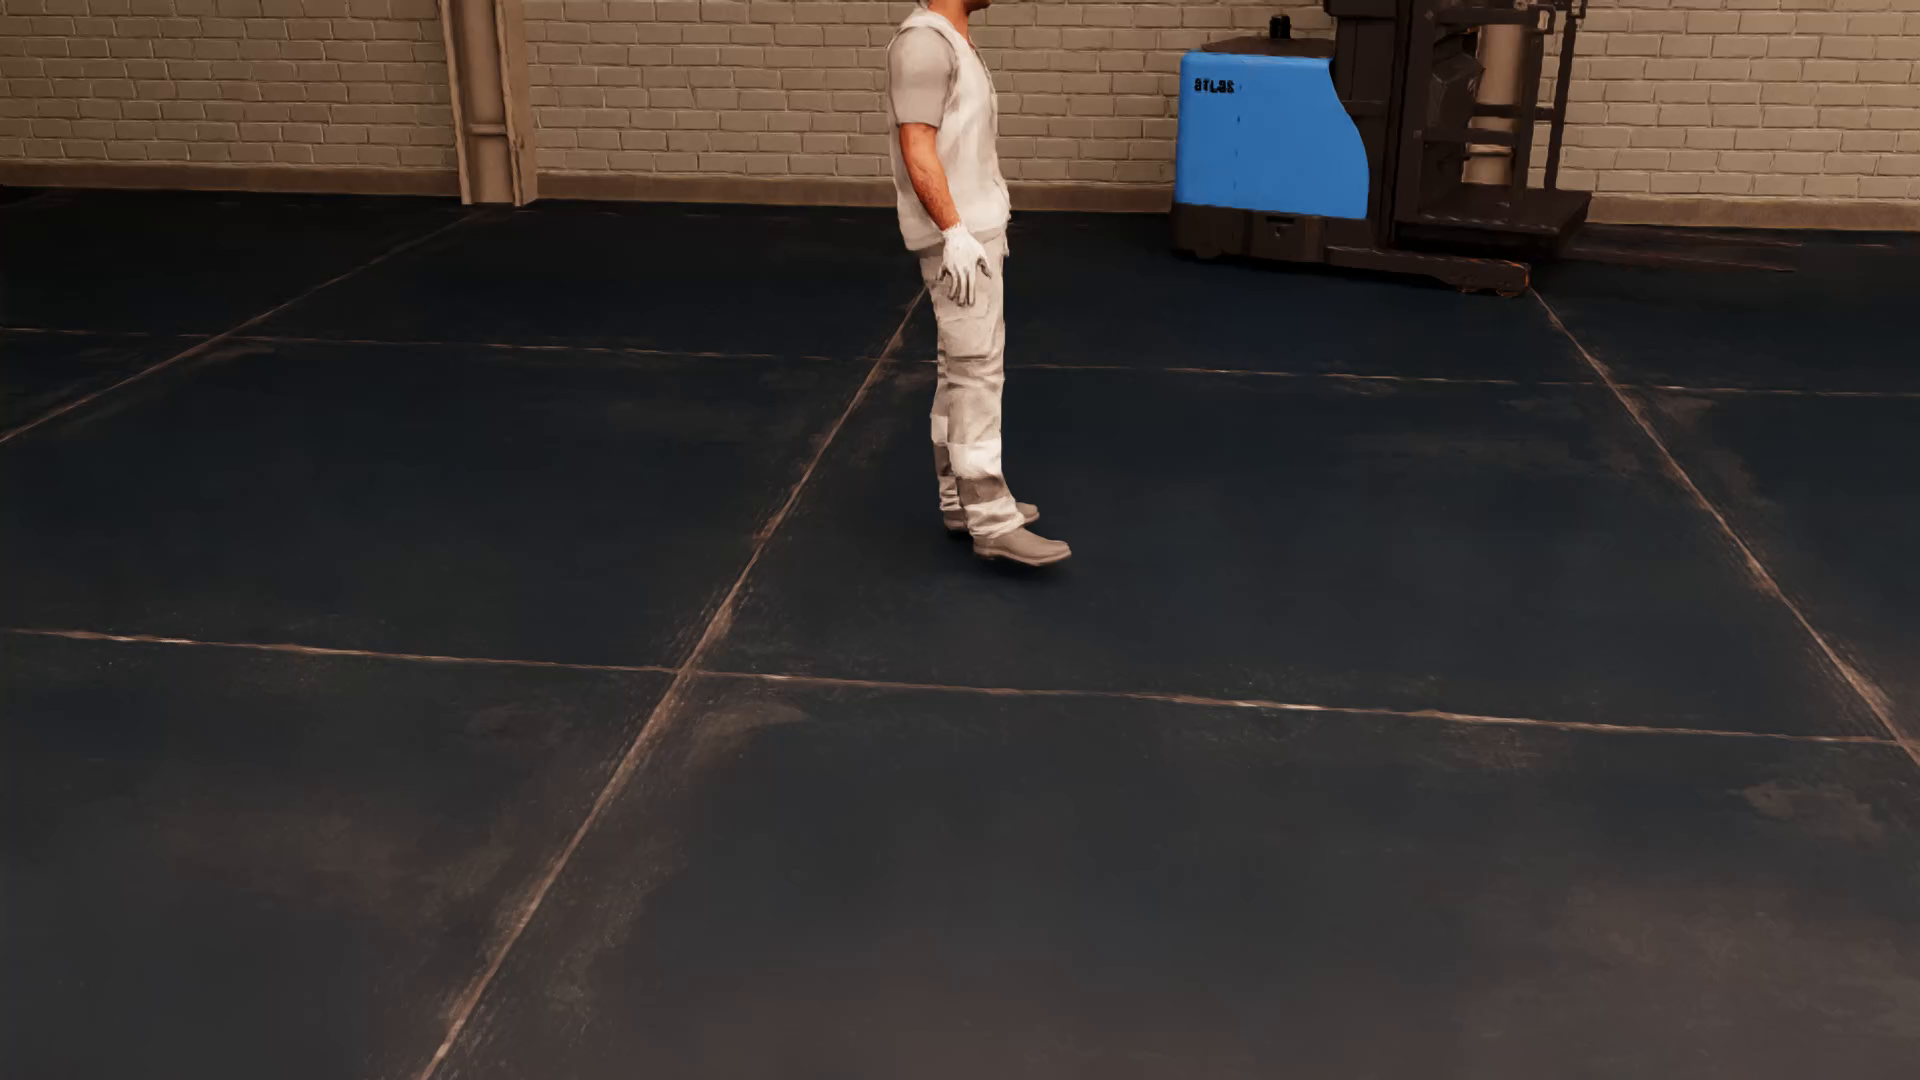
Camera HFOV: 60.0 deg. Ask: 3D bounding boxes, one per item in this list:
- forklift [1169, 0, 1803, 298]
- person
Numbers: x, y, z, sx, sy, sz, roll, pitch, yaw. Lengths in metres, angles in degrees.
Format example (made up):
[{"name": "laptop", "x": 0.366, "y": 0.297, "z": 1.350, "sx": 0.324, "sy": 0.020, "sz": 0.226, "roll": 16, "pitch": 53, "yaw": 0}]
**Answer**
[{"name": "forklift", "x": 2.669, "y": -2.769, "z": 8.130, "sx": 3.031, "sy": 2.935, "sz": 1.130, "roll": 11, "pitch": 24, "yaw": 25}, {"name": "person", "x": 0.078, "y": -0.865, "z": 4.806, "sx": 0.563, "sy": 1.787, "sz": 0.637, "roll": 3, "pitch": 22, "yaw": 7}]
